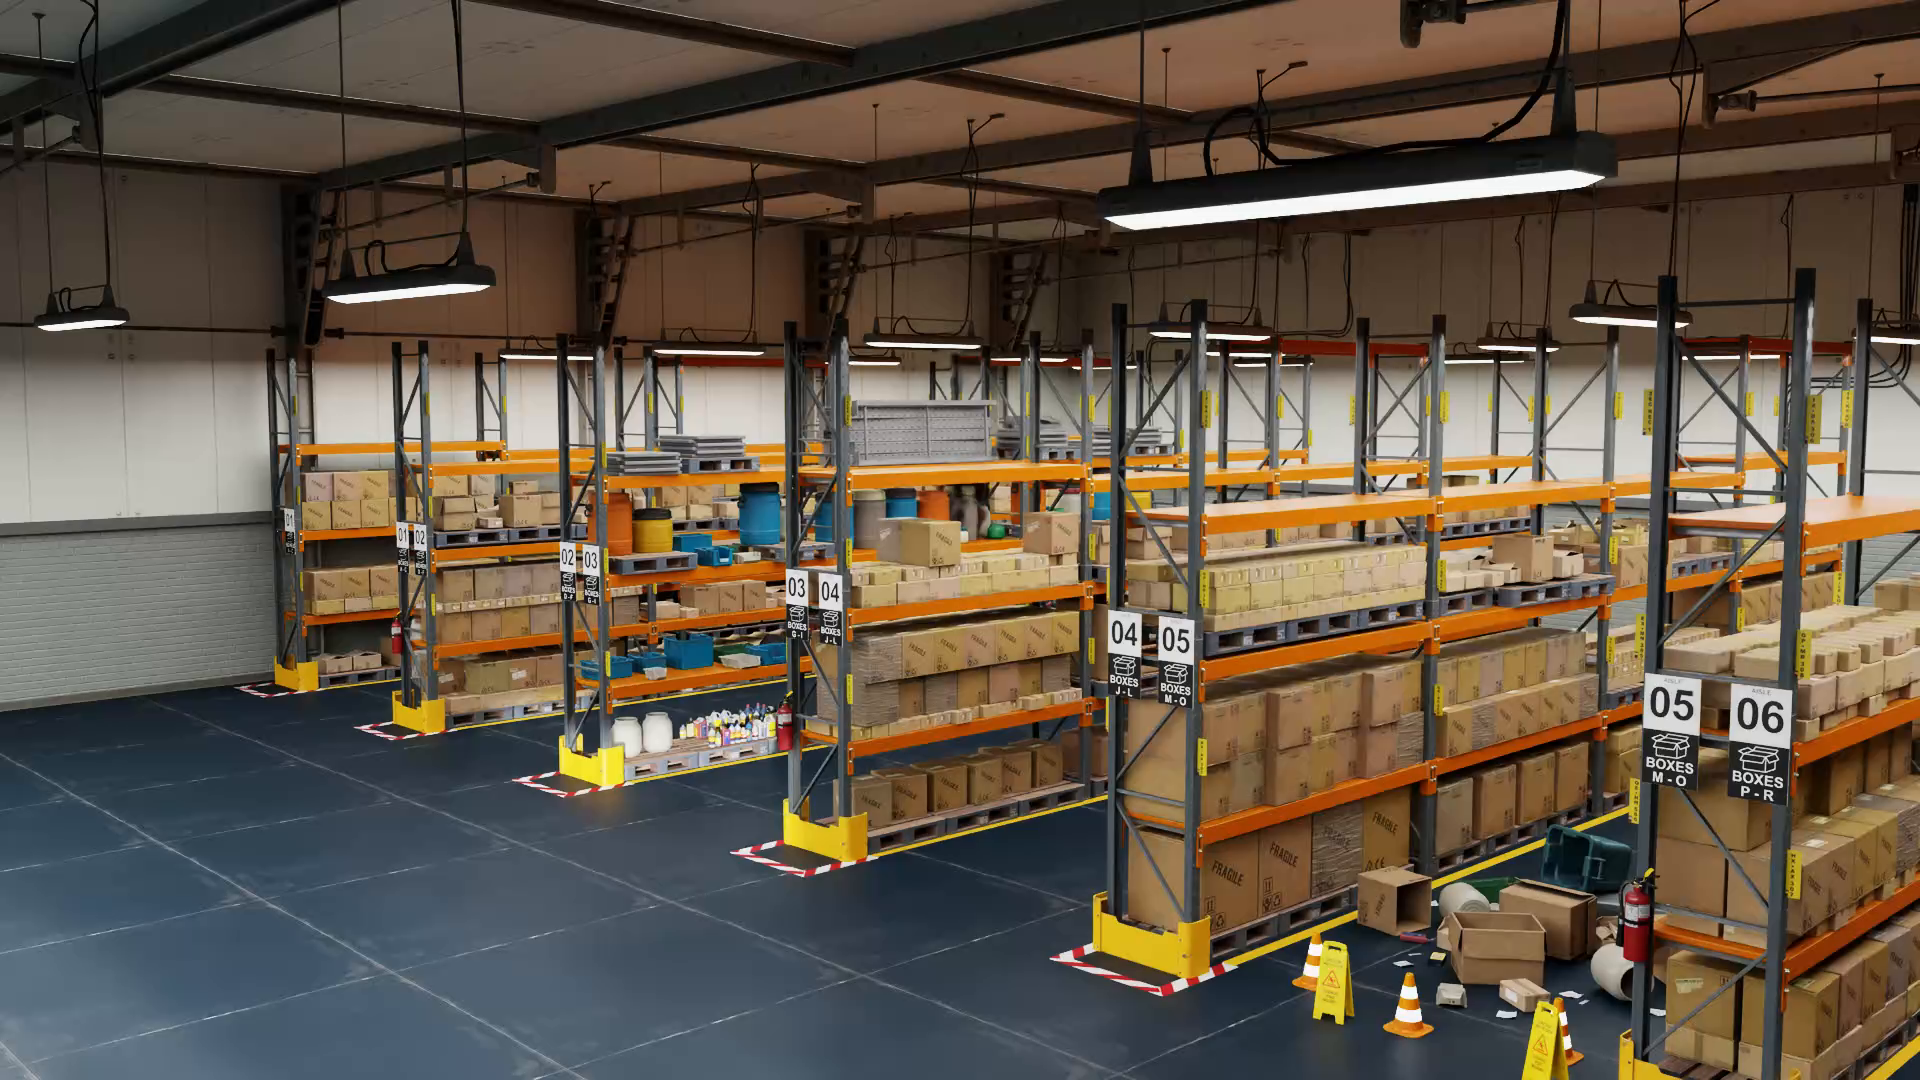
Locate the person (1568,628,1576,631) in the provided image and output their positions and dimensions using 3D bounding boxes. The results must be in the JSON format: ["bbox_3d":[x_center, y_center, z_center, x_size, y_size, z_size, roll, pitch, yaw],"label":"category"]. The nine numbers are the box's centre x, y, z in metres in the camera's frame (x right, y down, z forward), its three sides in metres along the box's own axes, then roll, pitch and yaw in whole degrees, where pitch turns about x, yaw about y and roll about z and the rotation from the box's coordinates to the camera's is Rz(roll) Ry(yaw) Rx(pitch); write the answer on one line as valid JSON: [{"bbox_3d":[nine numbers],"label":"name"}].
[{"bbox_3d":[8.952,2.187,24.302,0.766,1.802,0.666,-4,6,-40],"label":"person"}]

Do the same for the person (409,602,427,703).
[{"bbox_3d":[-9.018,1.892,27.721,0.685,1.725,0.623,3,6,29],"label":"person"}]
